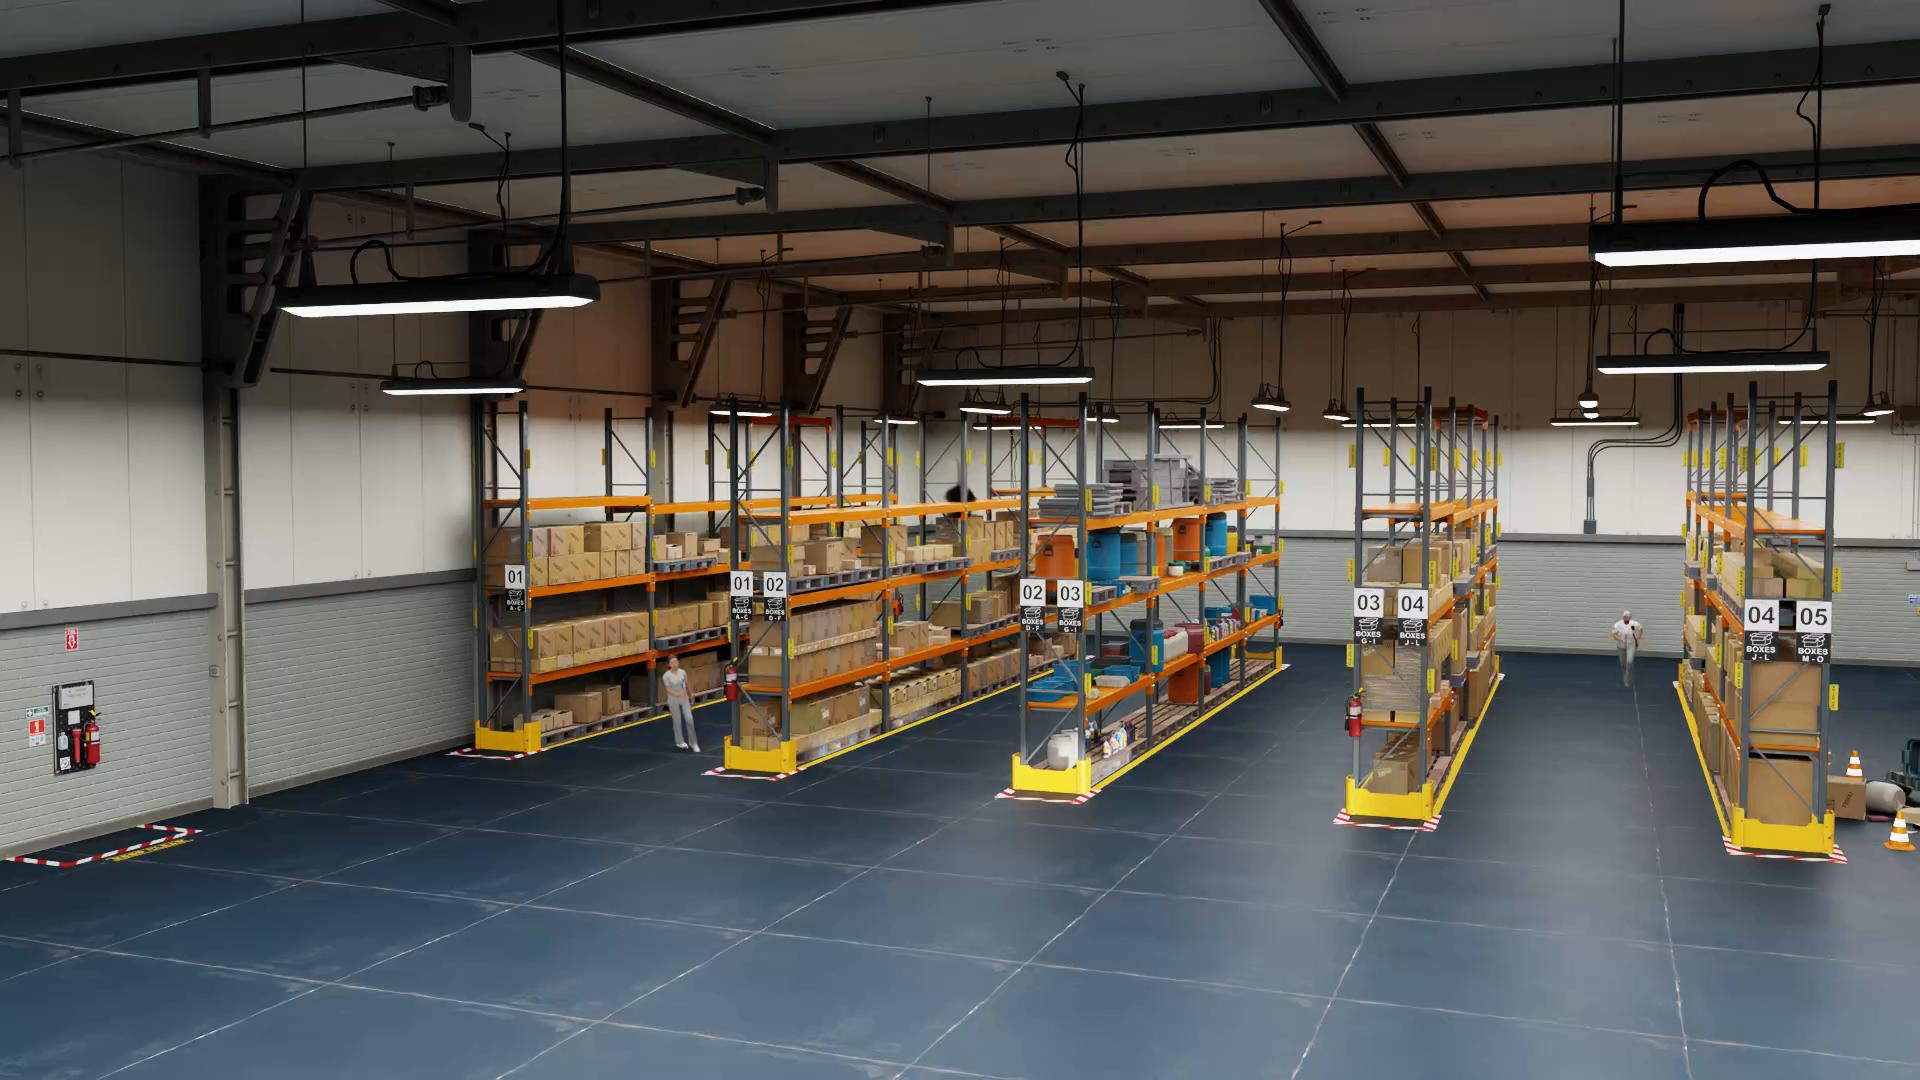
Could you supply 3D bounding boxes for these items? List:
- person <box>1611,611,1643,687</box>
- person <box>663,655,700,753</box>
[{"bbox_3d":[14.804,2.403,36.903,0.628,1.695,0.890,1,3,28],"label":"person"},{"bbox_3d":[-4.782,2.784,28.363,0.572,1.664,0.710,-1,3,-25],"label":"person"}]
